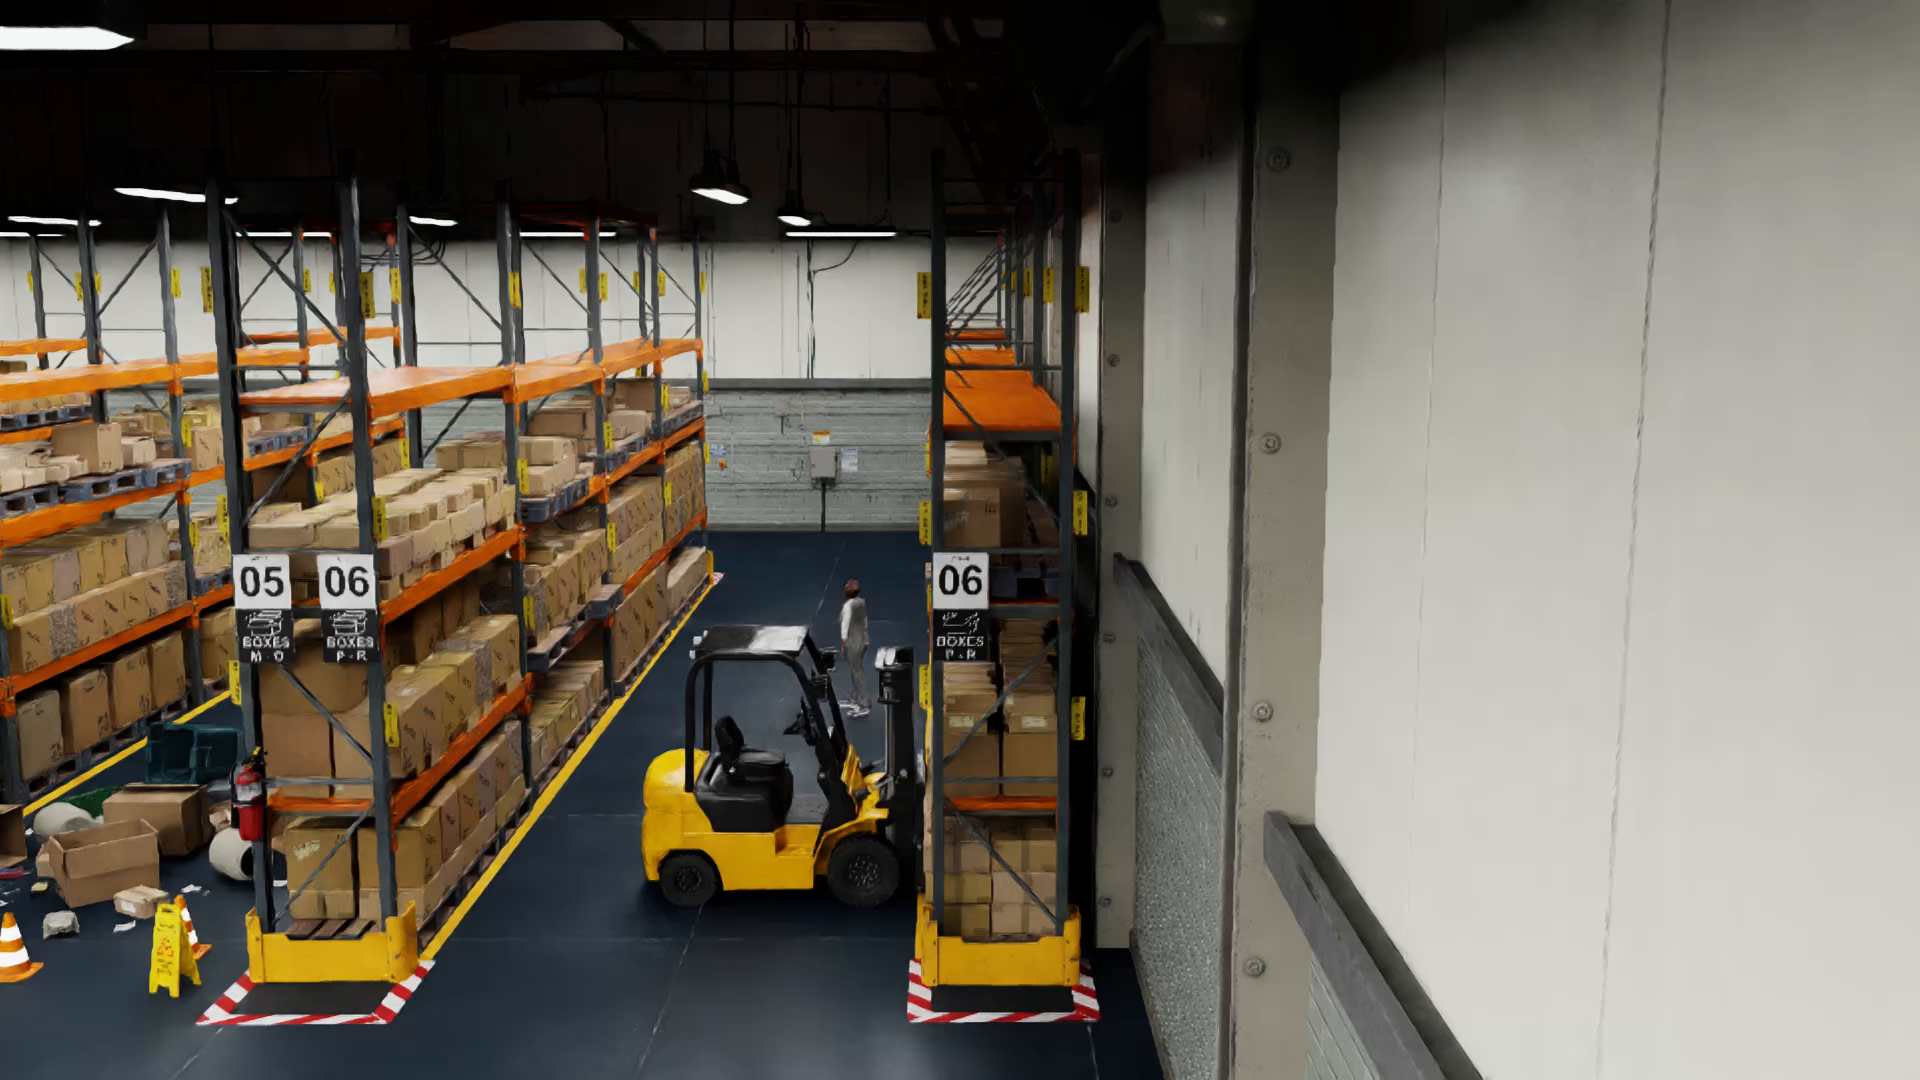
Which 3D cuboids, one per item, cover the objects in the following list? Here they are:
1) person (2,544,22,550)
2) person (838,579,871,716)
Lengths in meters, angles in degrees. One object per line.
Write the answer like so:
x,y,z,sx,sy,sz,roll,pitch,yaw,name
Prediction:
-12.179,0.888,21.568,0.426,1.684,0.553,-4,10,-26,person
-1.263,1.246,19.640,0.536,1.579,0.534,4,10,23,person
